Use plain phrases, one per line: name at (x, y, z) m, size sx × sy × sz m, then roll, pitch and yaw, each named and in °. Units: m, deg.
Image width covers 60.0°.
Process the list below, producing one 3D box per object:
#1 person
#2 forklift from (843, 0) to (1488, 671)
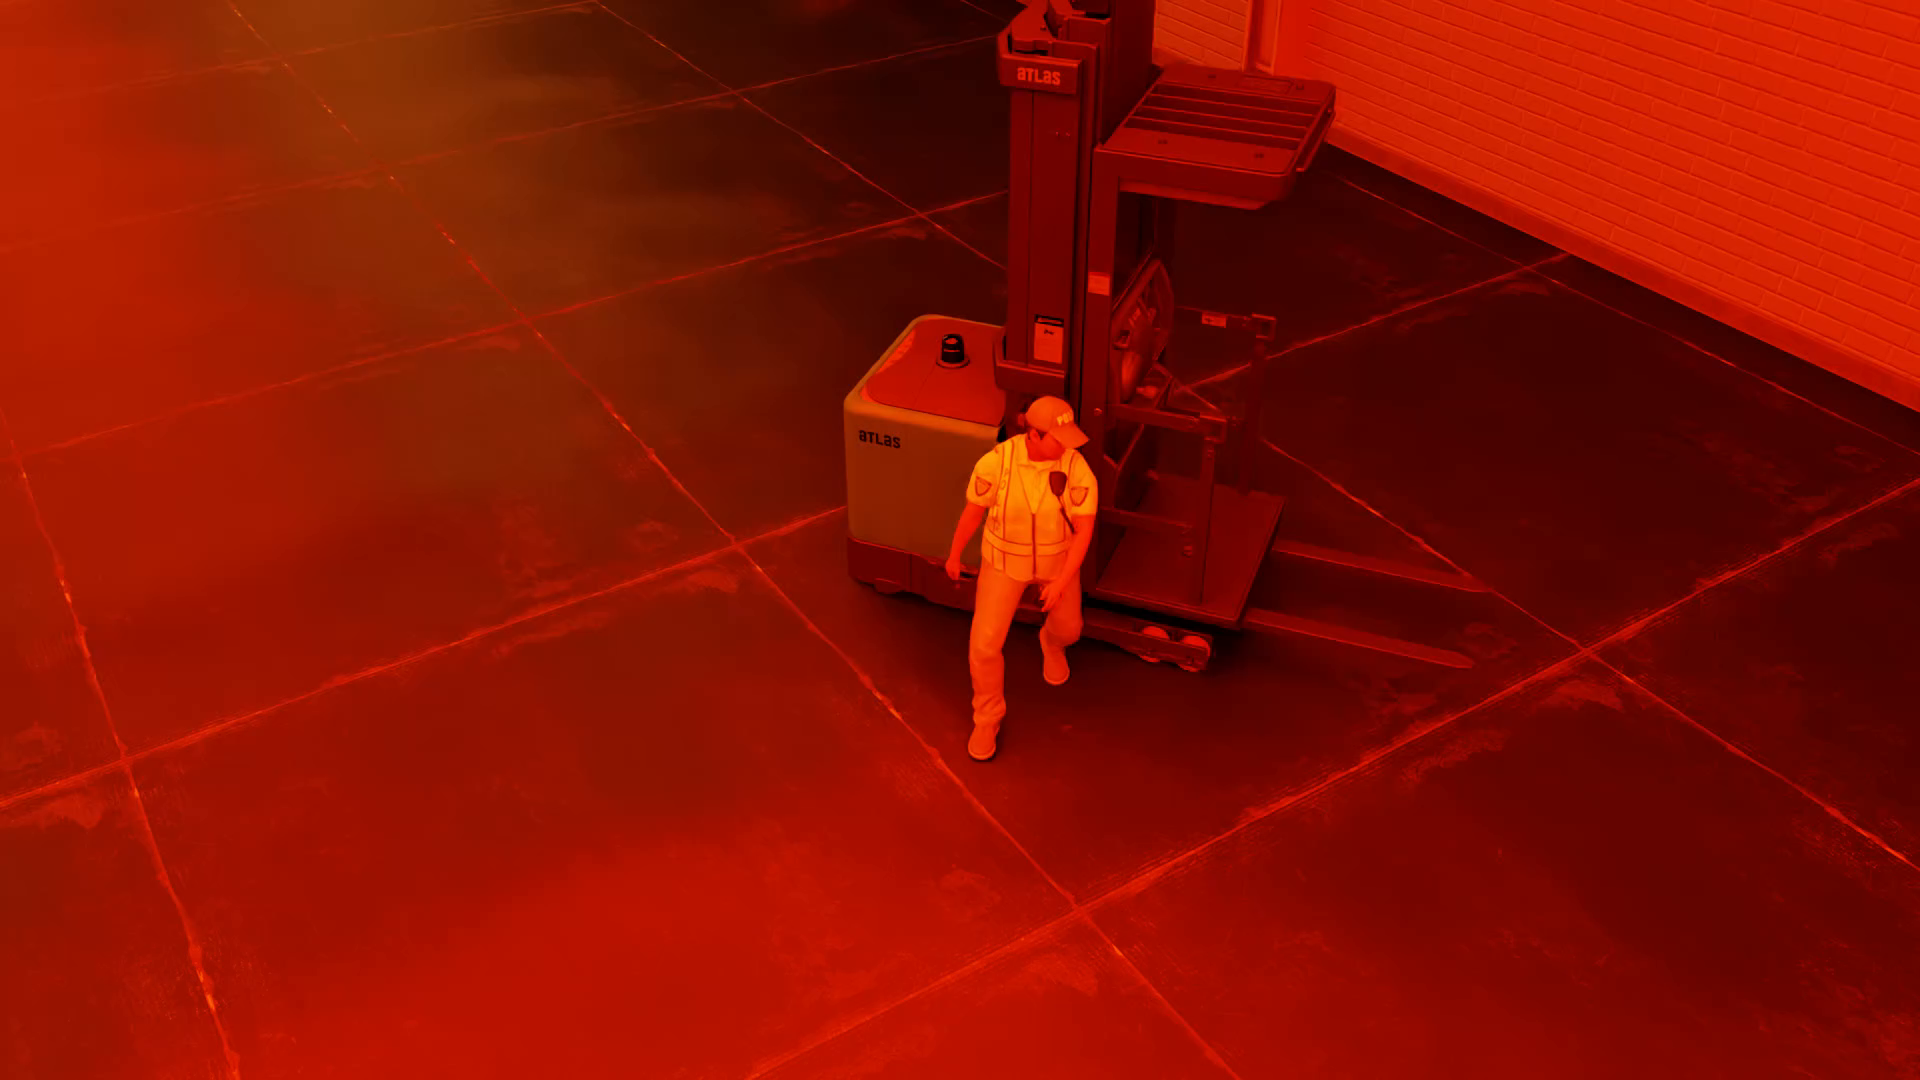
person at (0.254, 0.107, 7.172) m, size 0.624 × 1.583 × 0.822 m, roll -2°, pitch 35°, yaw -3°
forklift at (1.007, -0.929, 7.470) m, size 3.031 × 2.935 × 1.130 m, roll 12°, pitch 37°, yaw 17°
